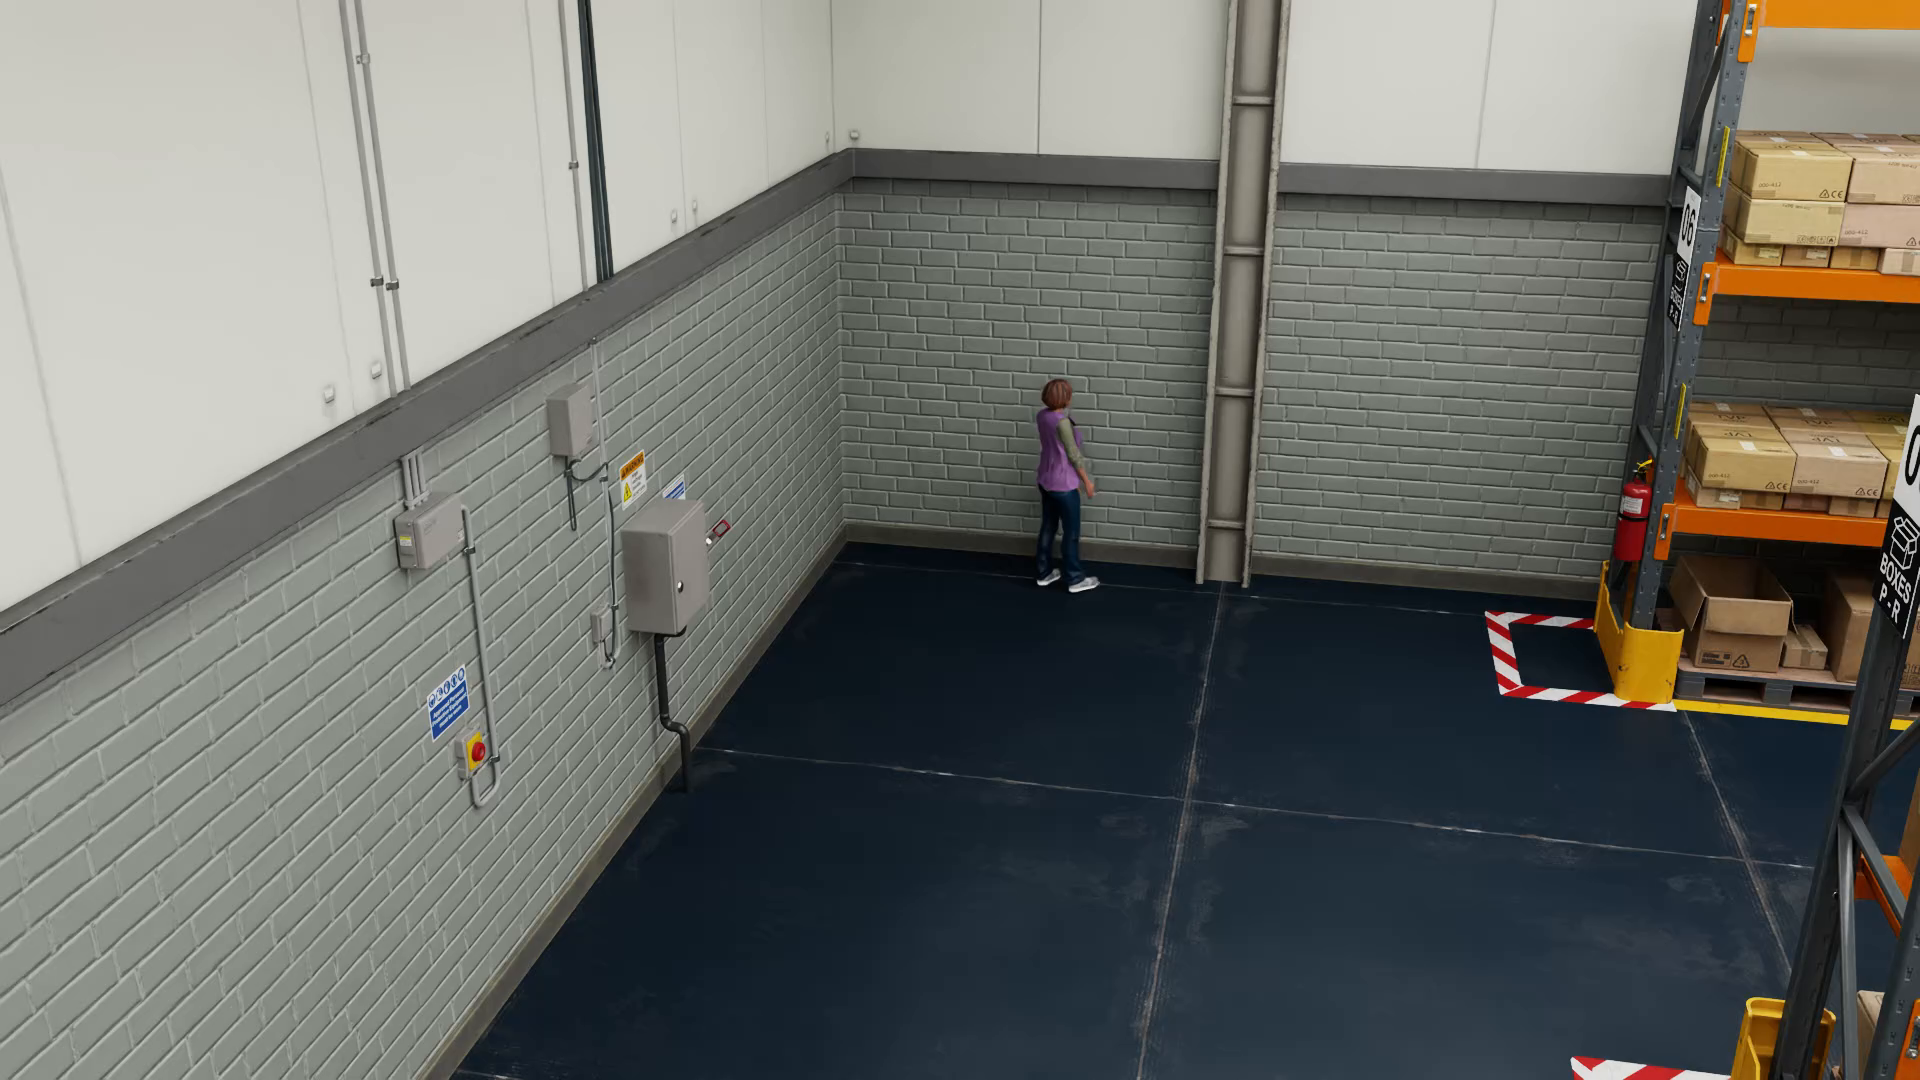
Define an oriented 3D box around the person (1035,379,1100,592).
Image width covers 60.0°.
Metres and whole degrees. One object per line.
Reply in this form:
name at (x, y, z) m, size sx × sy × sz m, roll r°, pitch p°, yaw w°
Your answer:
person at (0.779, -0.408, 12.067) m, size 0.450 × 1.604 × 0.438 m, roll -10°, pitch 24°, yaw -23°
